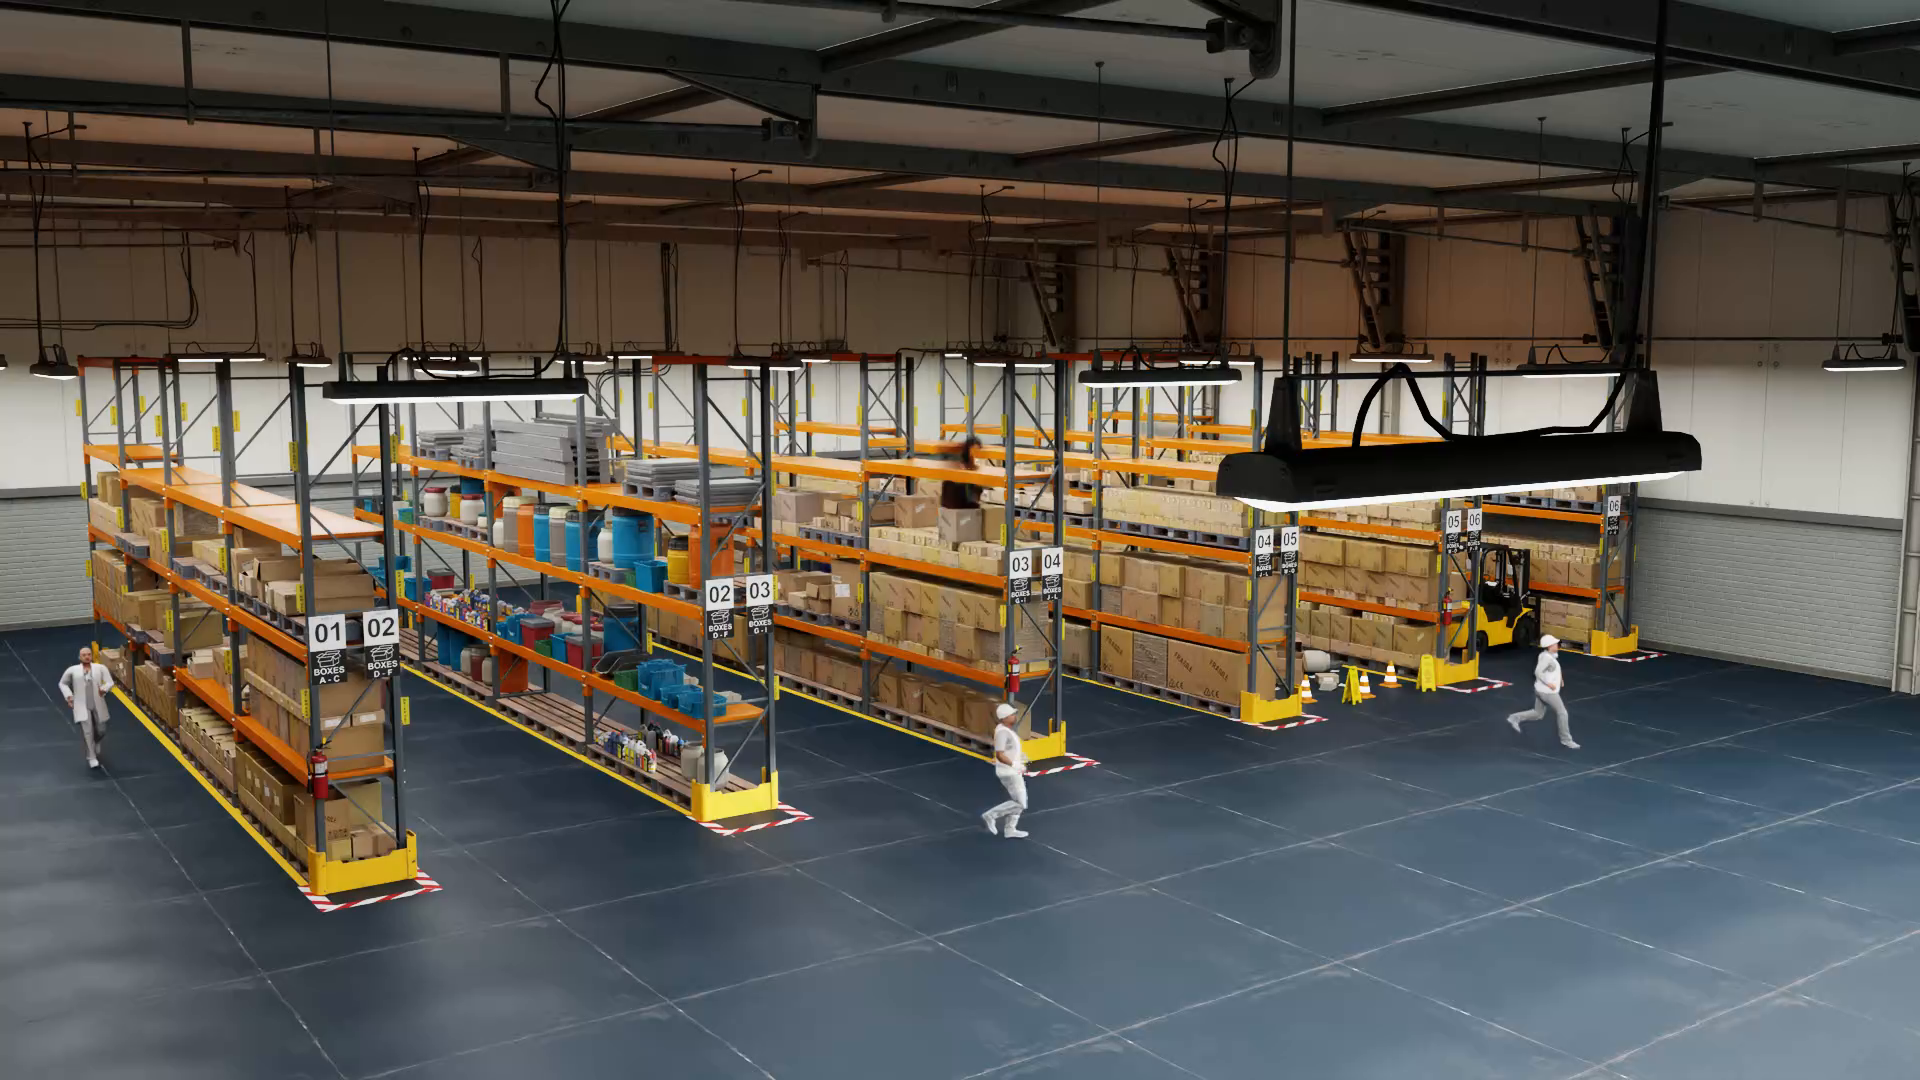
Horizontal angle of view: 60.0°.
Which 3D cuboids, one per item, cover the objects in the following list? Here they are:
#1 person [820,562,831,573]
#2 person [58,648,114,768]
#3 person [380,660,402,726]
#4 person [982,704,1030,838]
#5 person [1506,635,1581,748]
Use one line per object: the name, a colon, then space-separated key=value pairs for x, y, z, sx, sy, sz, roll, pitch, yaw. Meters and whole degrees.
person: x=-3.304 y=0.394 z=42.719 sx=0.671 sy=1.603 sz=0.636 roll=-6 pitch=9 yaw=-40
person: x=-12.973 y=2.469 z=24.751 sx=0.719 sy=1.744 sz=0.897 roll=-5 pitch=8 yaw=-35
person: x=-9.274 y=2.266 z=26.848 sx=0.594 sy=1.743 sz=0.729 roll=-6 pitch=9 yaw=-39
person: x=0.588 y=2.926 z=21.045 sx=0.624 sy=1.731 sz=0.680 roll=0 pitch=7 yaw=0
person: x=9.100 y=2.346 z=25.868 sx=1.103 sy=1.770 sz=0.629 roll=1 pitch=7 yaw=5
